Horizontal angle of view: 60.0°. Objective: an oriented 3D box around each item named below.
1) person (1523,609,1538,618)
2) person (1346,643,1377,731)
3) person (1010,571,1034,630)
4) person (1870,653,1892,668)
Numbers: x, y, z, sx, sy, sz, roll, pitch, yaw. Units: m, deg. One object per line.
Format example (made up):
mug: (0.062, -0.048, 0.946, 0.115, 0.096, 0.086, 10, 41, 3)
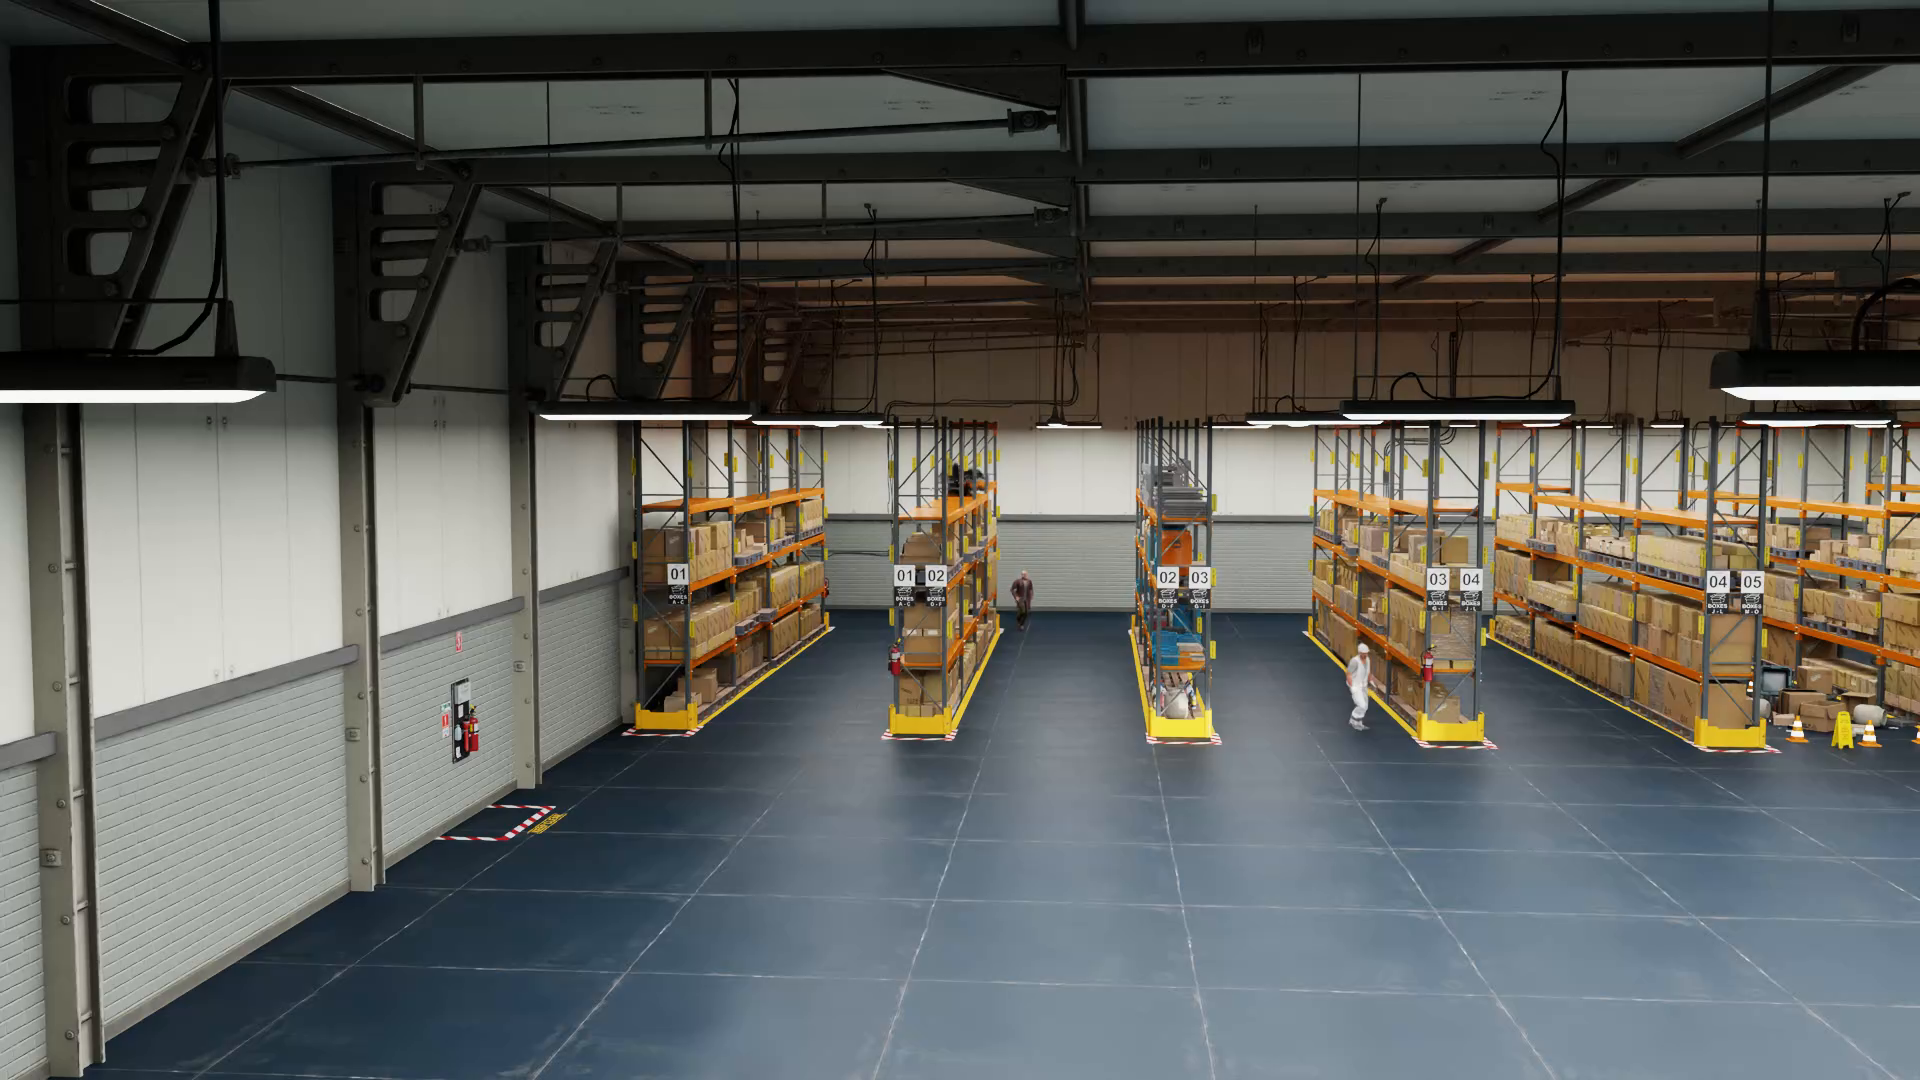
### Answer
person: (16.198, 1.821, 47.168, 0.795, 1.731, 0.673, 3, 5, 42)
person: (7.644, 2.803, 31.729, 0.681, 1.711, 0.611, -3, 5, -35)
person: (1.809, 1.738, 47.901, 0.676, 1.725, 0.657, -2, 4, -26)
person: (21.261, 2.444, 38.292, 0.700, 1.575, 0.999, -1, 4, -16)
